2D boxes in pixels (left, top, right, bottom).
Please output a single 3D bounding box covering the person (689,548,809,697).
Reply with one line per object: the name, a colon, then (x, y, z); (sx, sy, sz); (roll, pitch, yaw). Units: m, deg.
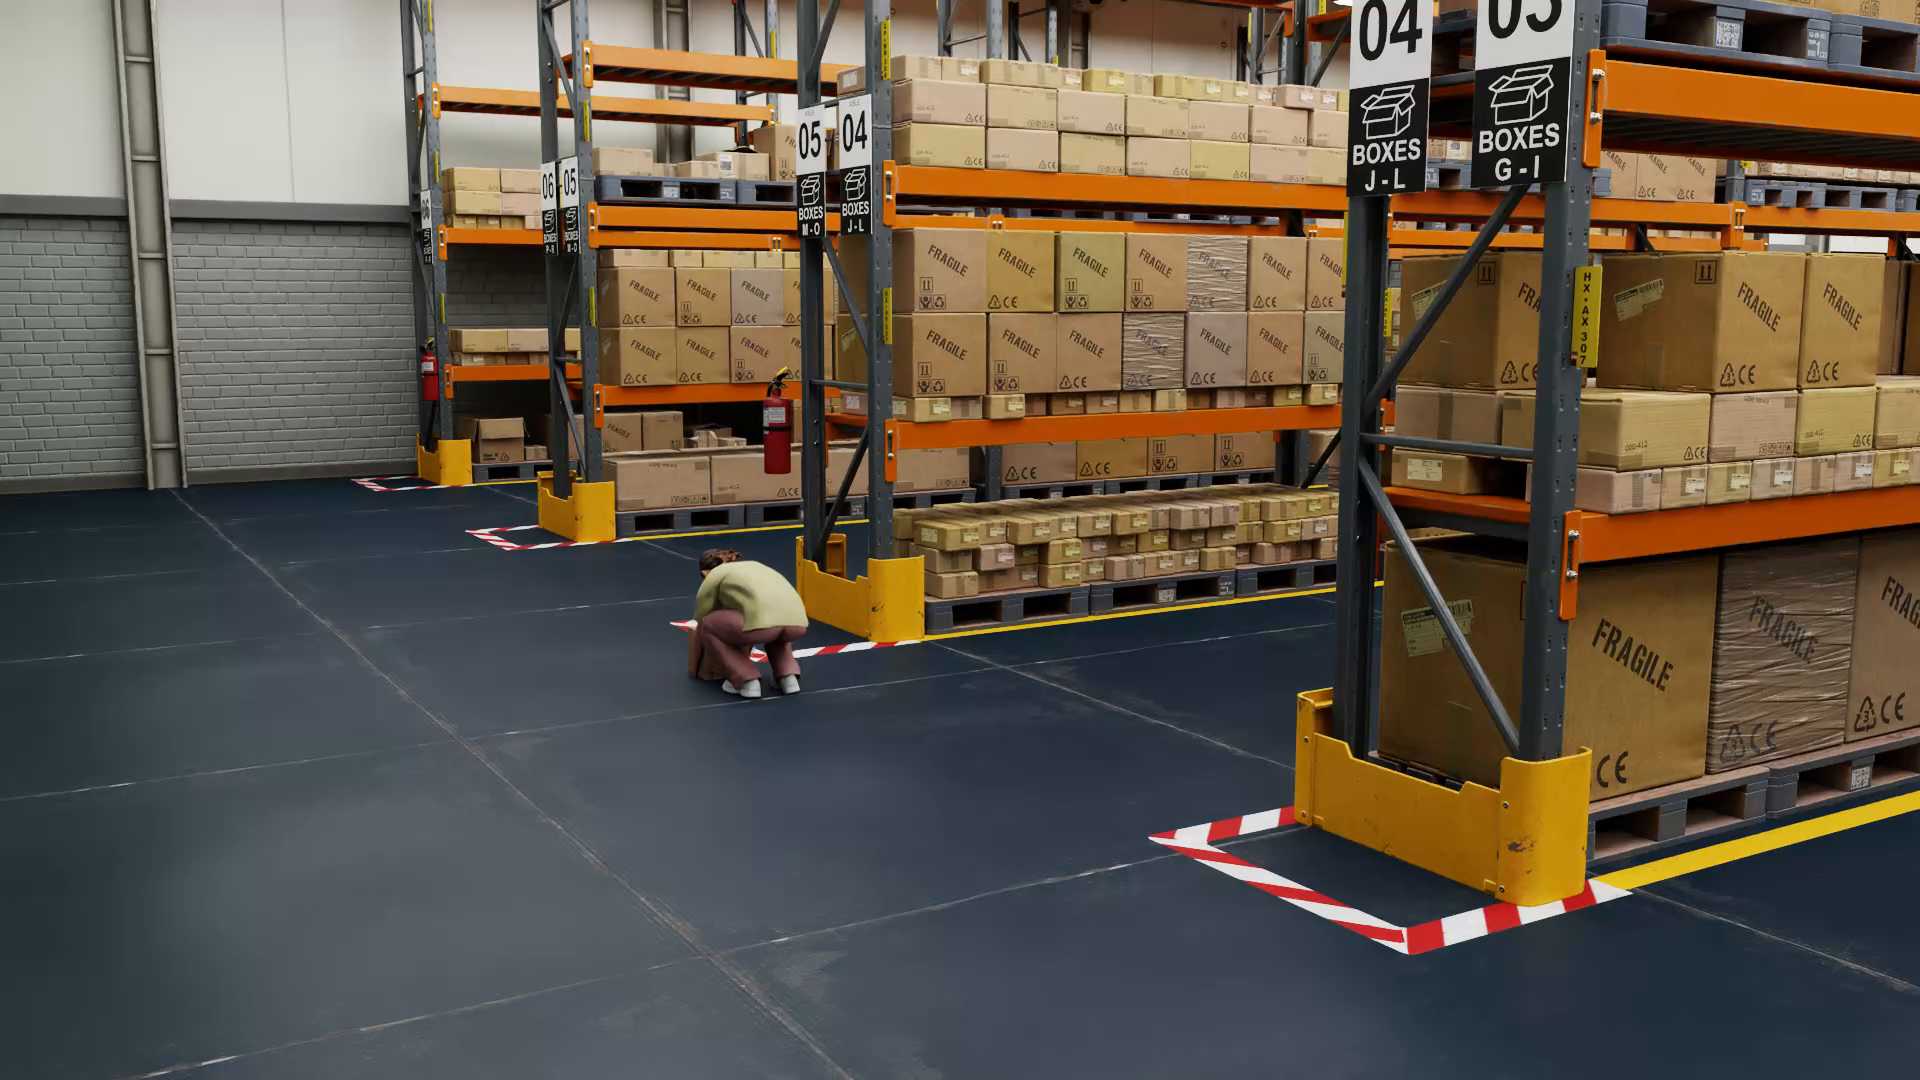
person: (-1.126, 0.449, 8.792); (0.476, 0.798, 0.862); (-5, 10, -31)
